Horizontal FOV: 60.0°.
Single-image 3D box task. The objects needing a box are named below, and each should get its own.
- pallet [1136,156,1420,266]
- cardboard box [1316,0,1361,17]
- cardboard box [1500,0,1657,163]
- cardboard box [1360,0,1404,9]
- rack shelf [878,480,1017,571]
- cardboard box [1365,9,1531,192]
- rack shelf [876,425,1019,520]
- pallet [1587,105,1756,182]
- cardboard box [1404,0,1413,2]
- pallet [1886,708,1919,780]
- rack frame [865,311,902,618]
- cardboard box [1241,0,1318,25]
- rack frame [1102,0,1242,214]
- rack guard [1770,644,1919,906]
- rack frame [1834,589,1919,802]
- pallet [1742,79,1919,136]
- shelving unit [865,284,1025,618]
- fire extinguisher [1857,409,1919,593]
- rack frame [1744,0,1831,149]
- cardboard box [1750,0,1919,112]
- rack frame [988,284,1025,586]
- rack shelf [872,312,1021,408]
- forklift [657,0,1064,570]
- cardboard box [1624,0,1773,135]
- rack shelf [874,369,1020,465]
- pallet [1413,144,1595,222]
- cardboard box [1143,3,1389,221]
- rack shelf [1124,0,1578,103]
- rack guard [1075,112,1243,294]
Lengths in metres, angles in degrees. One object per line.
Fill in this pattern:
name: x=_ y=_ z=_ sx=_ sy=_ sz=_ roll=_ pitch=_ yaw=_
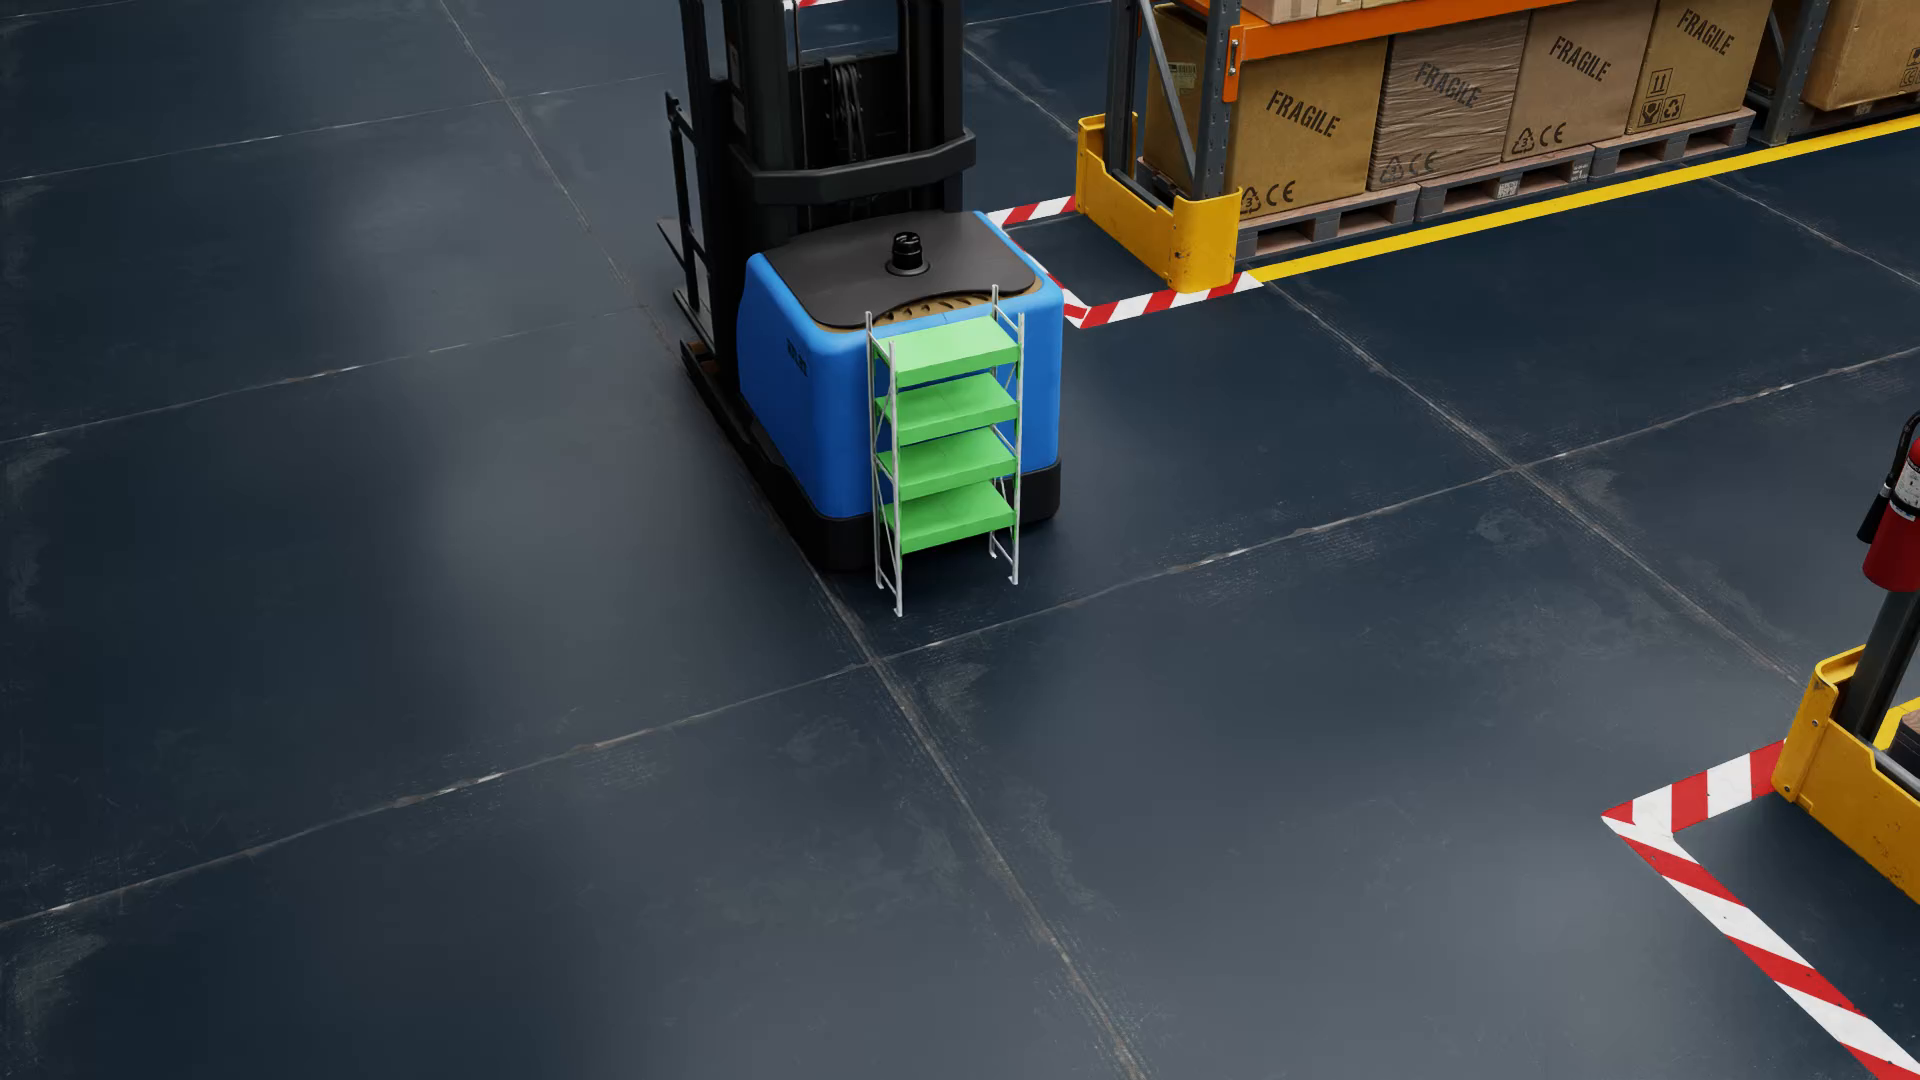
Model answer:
pallet: x=1.733 y=-1.930 z=9.175 sx=1.213 sy=0.211 sz=1.003 roll=-16 pitch=39 yaw=-20
cardboard box: x=1.736 y=-2.682 z=8.059 sx=0.250 sy=0.149 sz=0.380 roll=-16 pitch=40 yaw=-21
cardboard box: x=3.217 y=-2.781 z=9.413 sx=0.875 sy=0.875 sz=0.875 roll=-16 pitch=39 yaw=-20
cardboard box: x=1.968 y=-2.747 z=8.146 sx=0.250 sy=0.149 sz=0.380 roll=-17 pitch=40 yaw=-21
rack shelf: x=-0.053 y=-0.066 z=6.342 sx=0.480 sy=0.148 sz=0.258 roll=-15 pitch=39 yaw=-19
cardboard box: x=2.412 y=-2.556 z=9.109 sx=0.875 sy=0.875 sz=0.875 roll=-16 pitch=39 yaw=-20
rack shelf: x=-0.053 y=-0.259 z=6.199 sx=0.480 sy=0.148 sz=0.258 roll=-15 pitch=39 yaw=-19
pallet: x=3.942 y=-2.547 z=10.007 sx=1.213 sy=0.211 sz=1.003 roll=-16 pitch=39 yaw=-20
cardboard box: x=2.203 y=-2.813 z=8.236 sx=0.250 sy=0.149 sz=0.380 roll=-16 pitch=40 yaw=-21
pallet: x=3.910 y=0.798 z=5.497 sx=1.213 sy=0.211 sz=1.003 roll=-16 pitch=39 yaw=-20
rack frame: x=-0.276 y=-0.251 z=6.082 sx=0.015 sy=1.200 sz=0.240 roll=-15 pitch=39 yaw=-19
cardboard box: x=1.504 y=-2.616 z=7.970 sx=0.250 sy=0.149 sz=0.380 roll=-15 pitch=39 yaw=-19
rack frame: x=1.043 y=-2.805 z=8.014 sx=0.127 sy=3.000 sz=1.000 roll=-16 pitch=39 yaw=-20
rack guard: x=3.131 y=0.883 z=5.140 sx=0.348 sy=0.500 sz=1.175 roll=-16 pitch=39 yaw=-20
rack frame: x=3.147 y=-0.134 z=4.413 sx=0.127 sy=3.000 sz=1.000 roll=-16 pitch=39 yaw=-20
pallet: x=5.330 y=-2.934 z=10.528 sx=1.213 sy=0.211 sz=1.003 roll=-16 pitch=39 yaw=-20
shelving unit: x=-0.053 y=-0.310 z=6.161 sx=0.503 sy=1.200 sz=0.258 roll=-15 pitch=39 yaw=-19
fire extinguisher: x=2.818 y=-0.160 z=4.826 sx=0.183 sy=0.674 sz=0.296 roll=-16 pitch=39 yaw=-20
rack frame: x=4.664 y=-3.818 z=9.379 sx=0.127 sy=3.000 sz=1.000 roll=-16 pitch=39 yaw=-20
cardboard box: x=5.235 y=-3.306 z=10.120 sx=0.875 sy=0.875 sz=1.225 roll=-15 pitch=39 yaw=-20
rack frame: x=0.170 y=-0.369 z=6.240 sx=0.015 sy=1.200 sz=0.240 roll=-15 pitch=39 yaw=-19
rack shelf: x=-0.053 y=-0.644 z=5.913 sx=0.480 sy=0.148 sz=0.258 roll=-15 pitch=39 yaw=-19
forklift: x=-0.652 y=-1.931 z=6.893 sx=1.130 sy=2.935 sz=3.031 roll=-15 pitch=39 yaw=-19
cardboard box: x=4.032 y=-3.009 z=9.720 sx=0.875 sy=0.875 sz=0.875 roll=-16 pitch=39 yaw=-20
rack shelf: x=-0.053 y=-0.452 z=6.056 sx=0.480 sy=0.148 sz=0.258 roll=-15 pitch=39 yaw=-19
pallet: x=2.836 y=-2.236 z=9.588 sx=1.213 sy=0.211 sz=1.003 roll=-16 pitch=39 yaw=-20
cardboard box: x=1.588 y=-2.326 z=8.798 sx=0.875 sy=0.875 sz=0.875 roll=-16 pitch=39 yaw=-20
rack shelf: x=2.853 y=-3.022 z=8.911 sx=4.000 sy=0.370 sz=1.077 roll=-16 pitch=39 yaw=-20
rack guard: x=1.021 y=-1.795 z=8.751 sx=0.348 sy=0.500 sz=1.175 roll=-16 pitch=39 yaw=-20
